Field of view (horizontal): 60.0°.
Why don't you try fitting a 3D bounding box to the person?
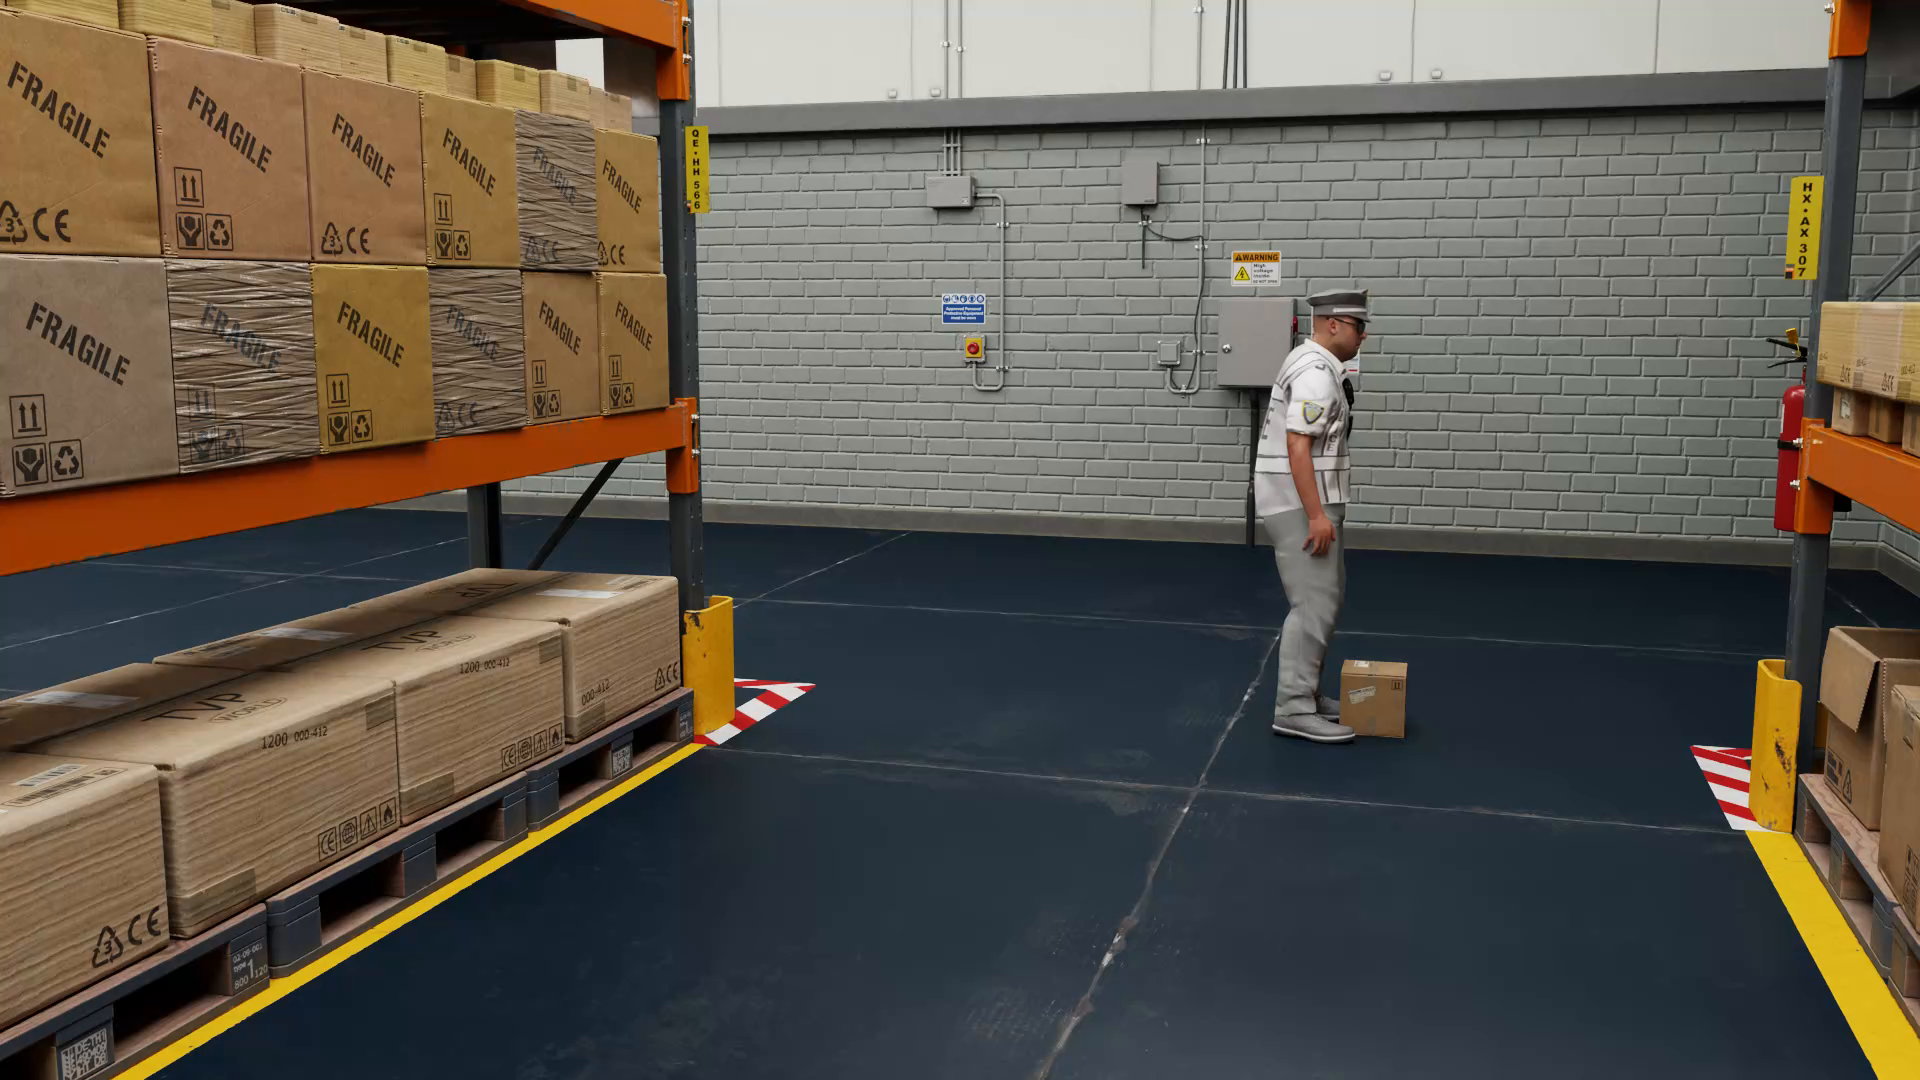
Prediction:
[{"bbox_3d":[1.393,-0.118,6.619,0.433,1.746,0.584,2,9,16],"label":"person"}]
